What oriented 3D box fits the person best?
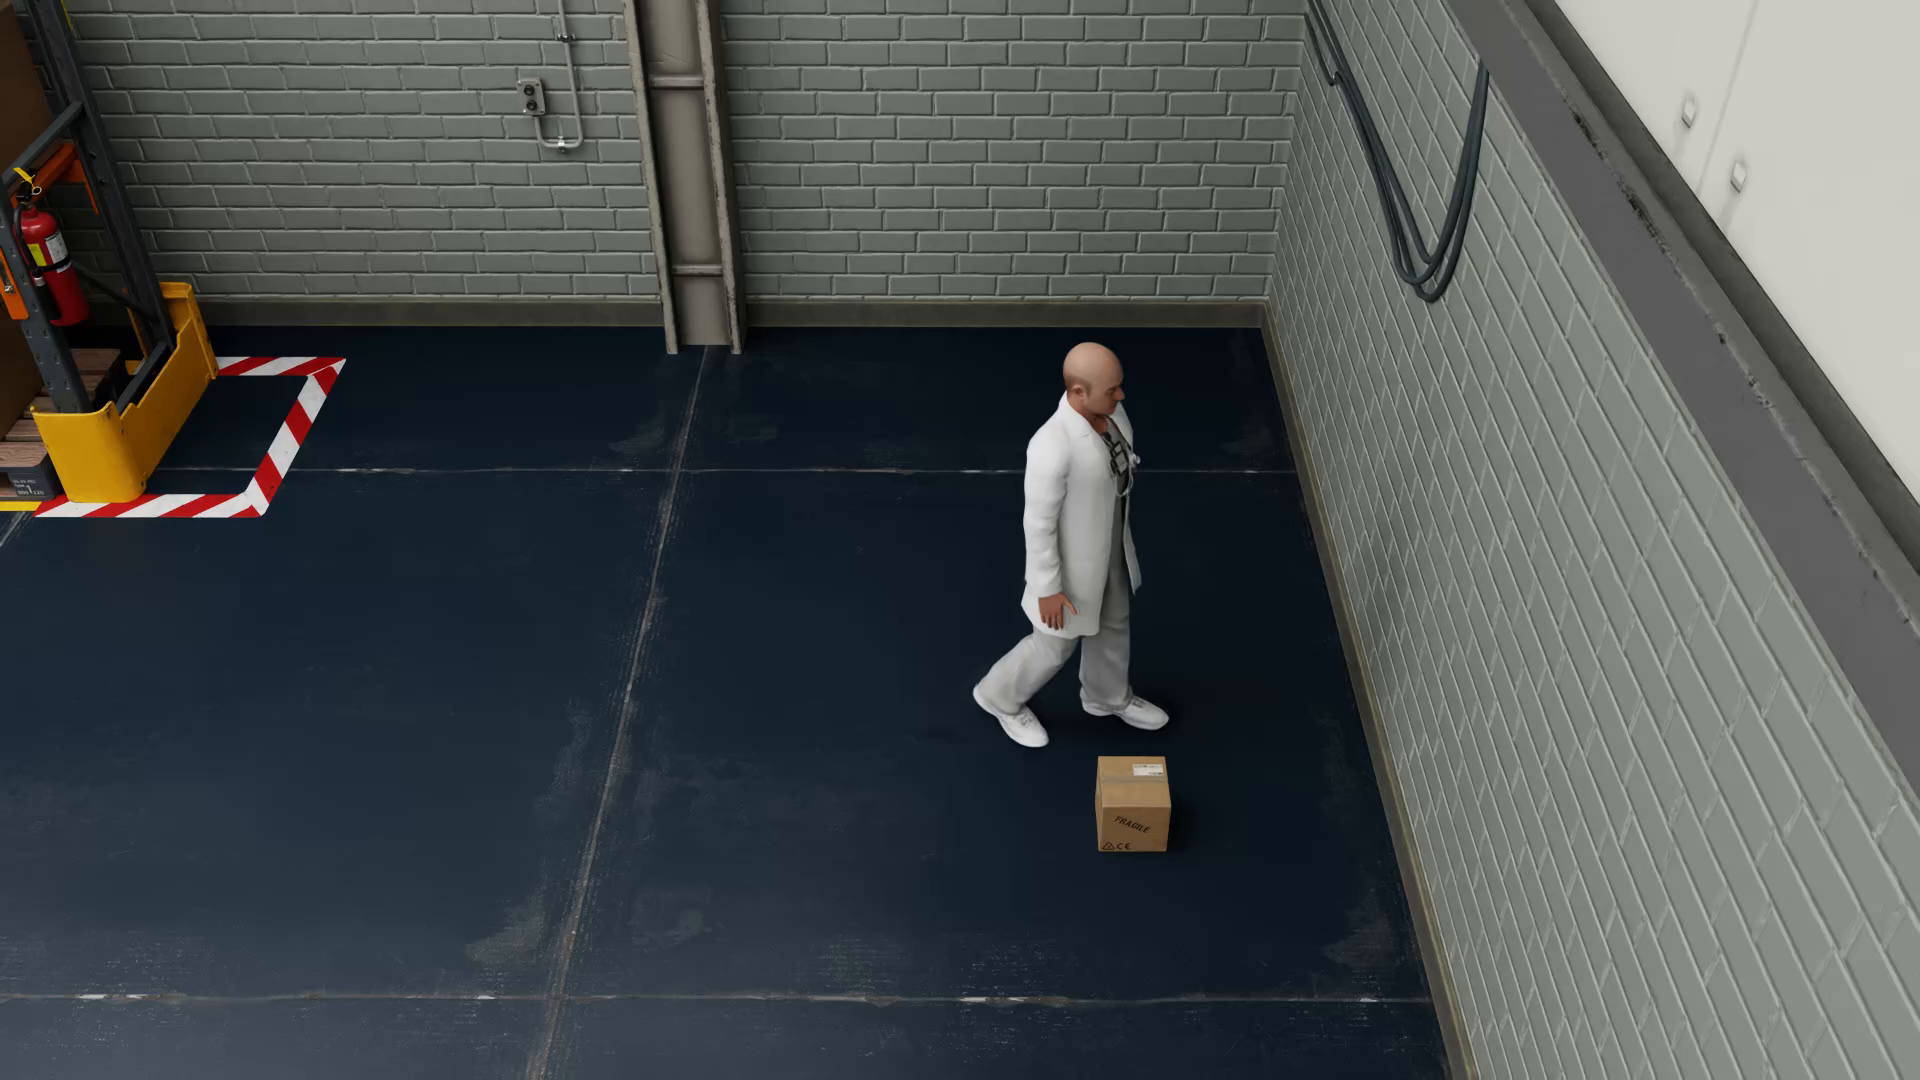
[{"bbox_3d":[0.433,0.046,6.113,0.737,1.792,0.651,21,43,24],"label":"person"}]
